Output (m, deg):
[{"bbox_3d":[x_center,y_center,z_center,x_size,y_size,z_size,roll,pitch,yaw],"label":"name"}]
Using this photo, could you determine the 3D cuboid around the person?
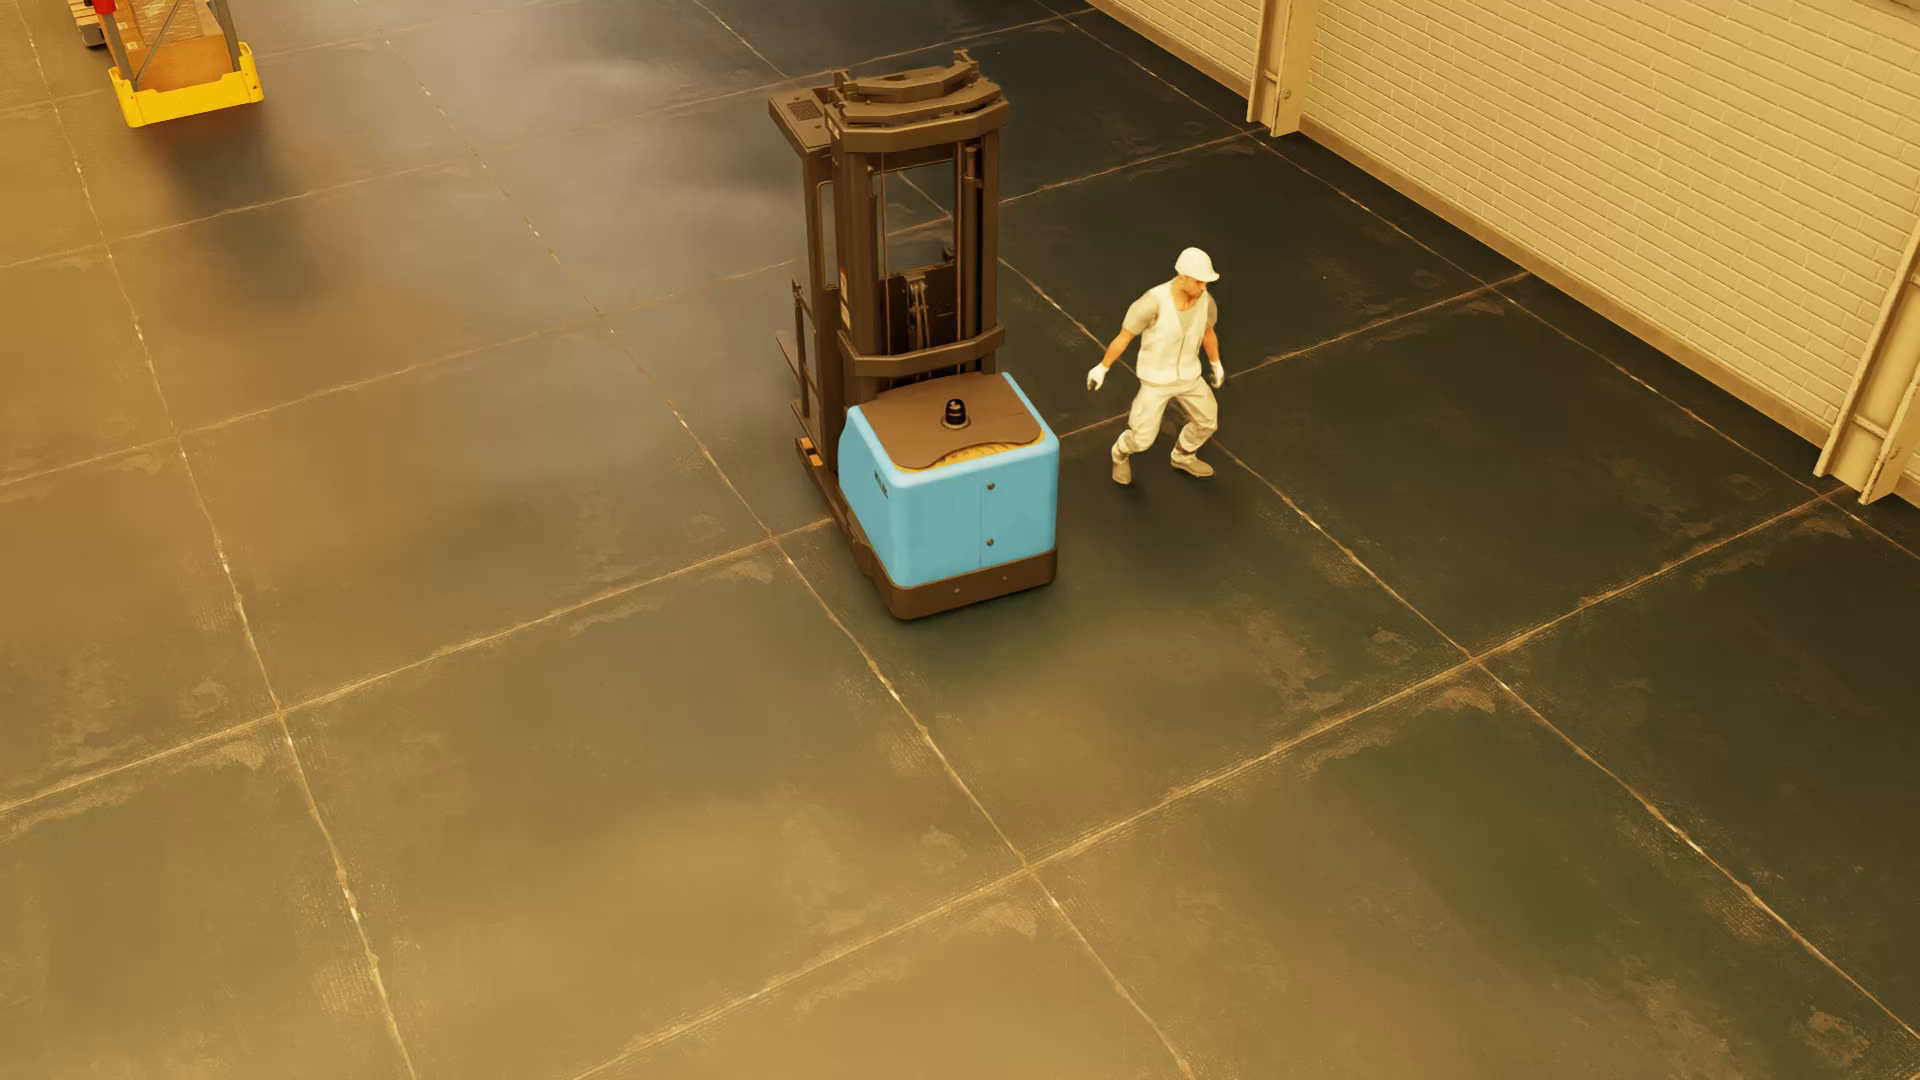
[{"bbox_3d":[1.224,-1.061,10.279,0.894,1.702,0.493,-12,41,-14],"label":"person"}]

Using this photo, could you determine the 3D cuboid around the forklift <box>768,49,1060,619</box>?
[{"bbox_3d":[-0.435,-1.612,9.979,1.130,2.935,3.031,-14,42,-16],"label":"forklift"}]
